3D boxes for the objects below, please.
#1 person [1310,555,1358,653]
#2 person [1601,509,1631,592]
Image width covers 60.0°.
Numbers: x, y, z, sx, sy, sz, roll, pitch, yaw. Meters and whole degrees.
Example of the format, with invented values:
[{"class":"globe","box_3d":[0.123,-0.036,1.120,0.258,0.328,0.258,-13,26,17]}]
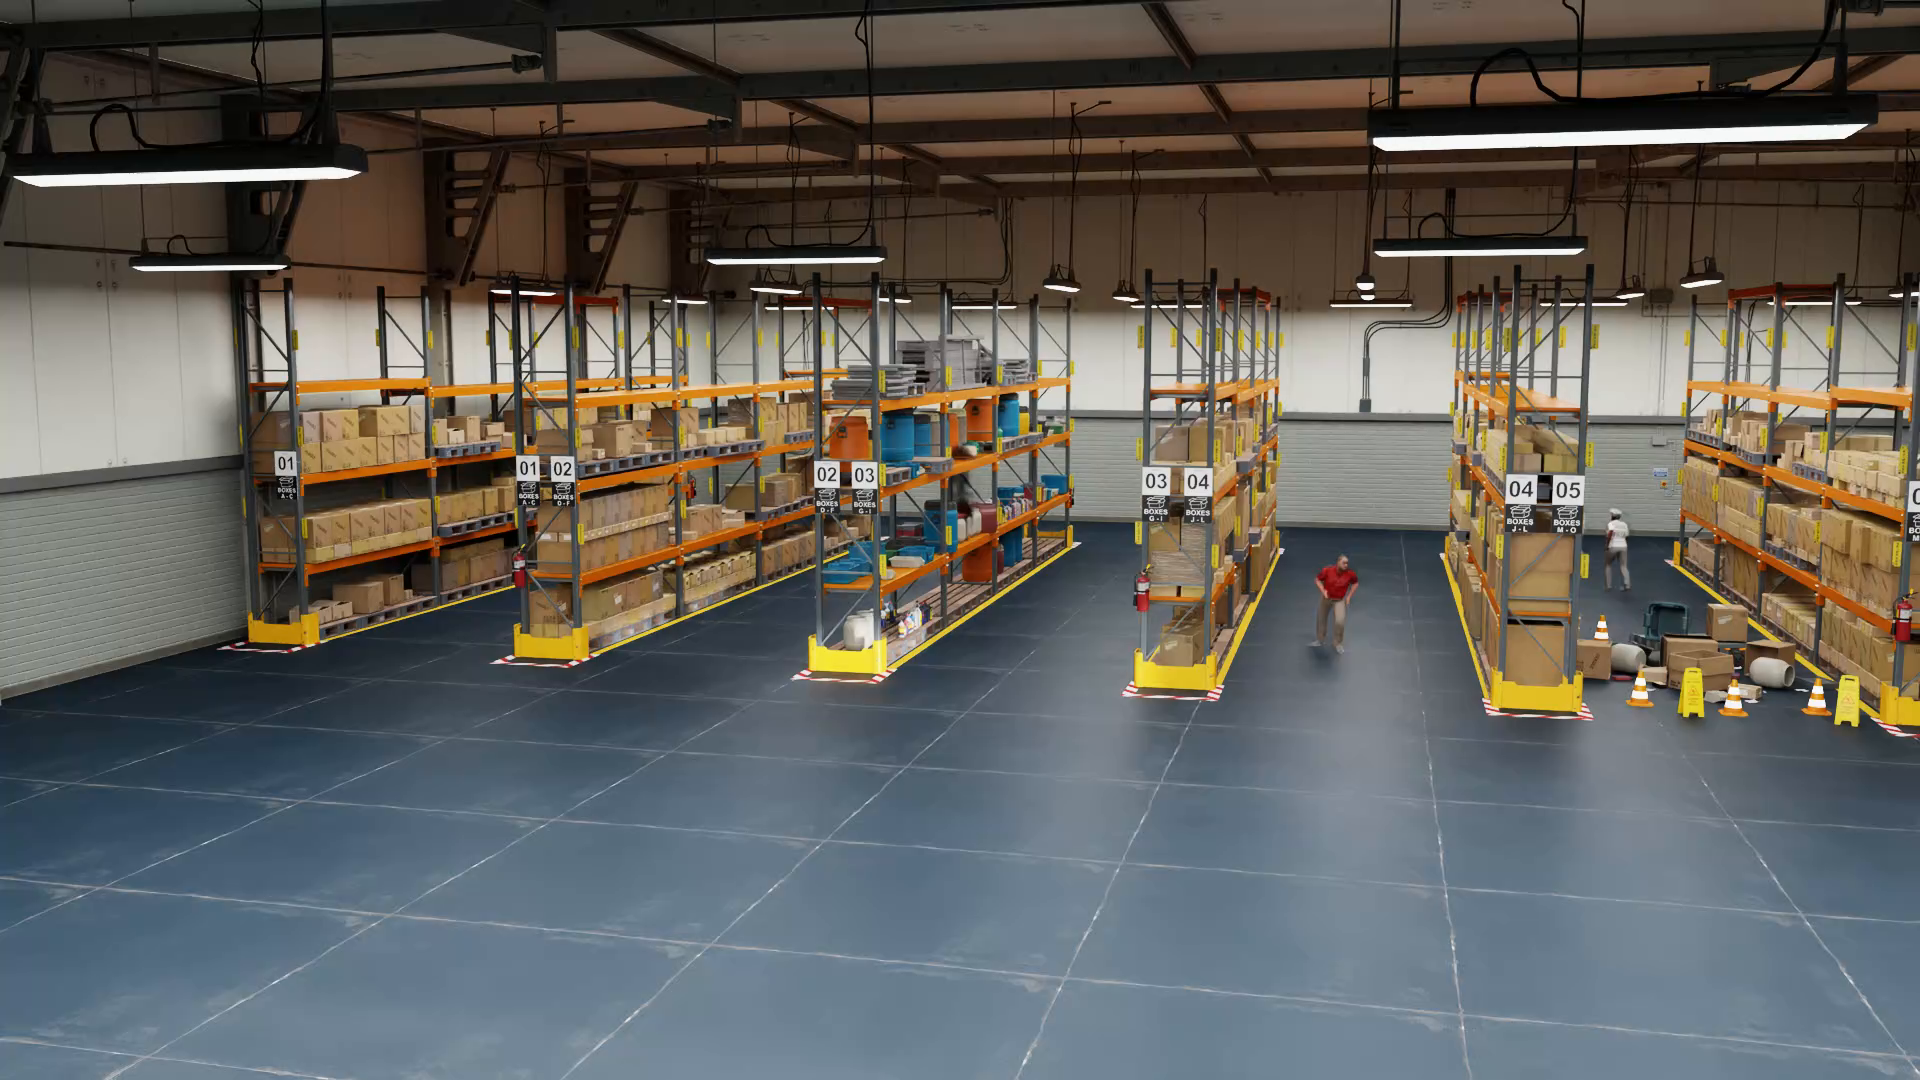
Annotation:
[{"class":"person","box_3d":[6.051,1.013,26.927,0.754,1.629,0.803,2,7,17]},{"class":"person","box_3d":[13.068,0.228,33.060,0.573,1.657,0.955,0,7,-1]}]
